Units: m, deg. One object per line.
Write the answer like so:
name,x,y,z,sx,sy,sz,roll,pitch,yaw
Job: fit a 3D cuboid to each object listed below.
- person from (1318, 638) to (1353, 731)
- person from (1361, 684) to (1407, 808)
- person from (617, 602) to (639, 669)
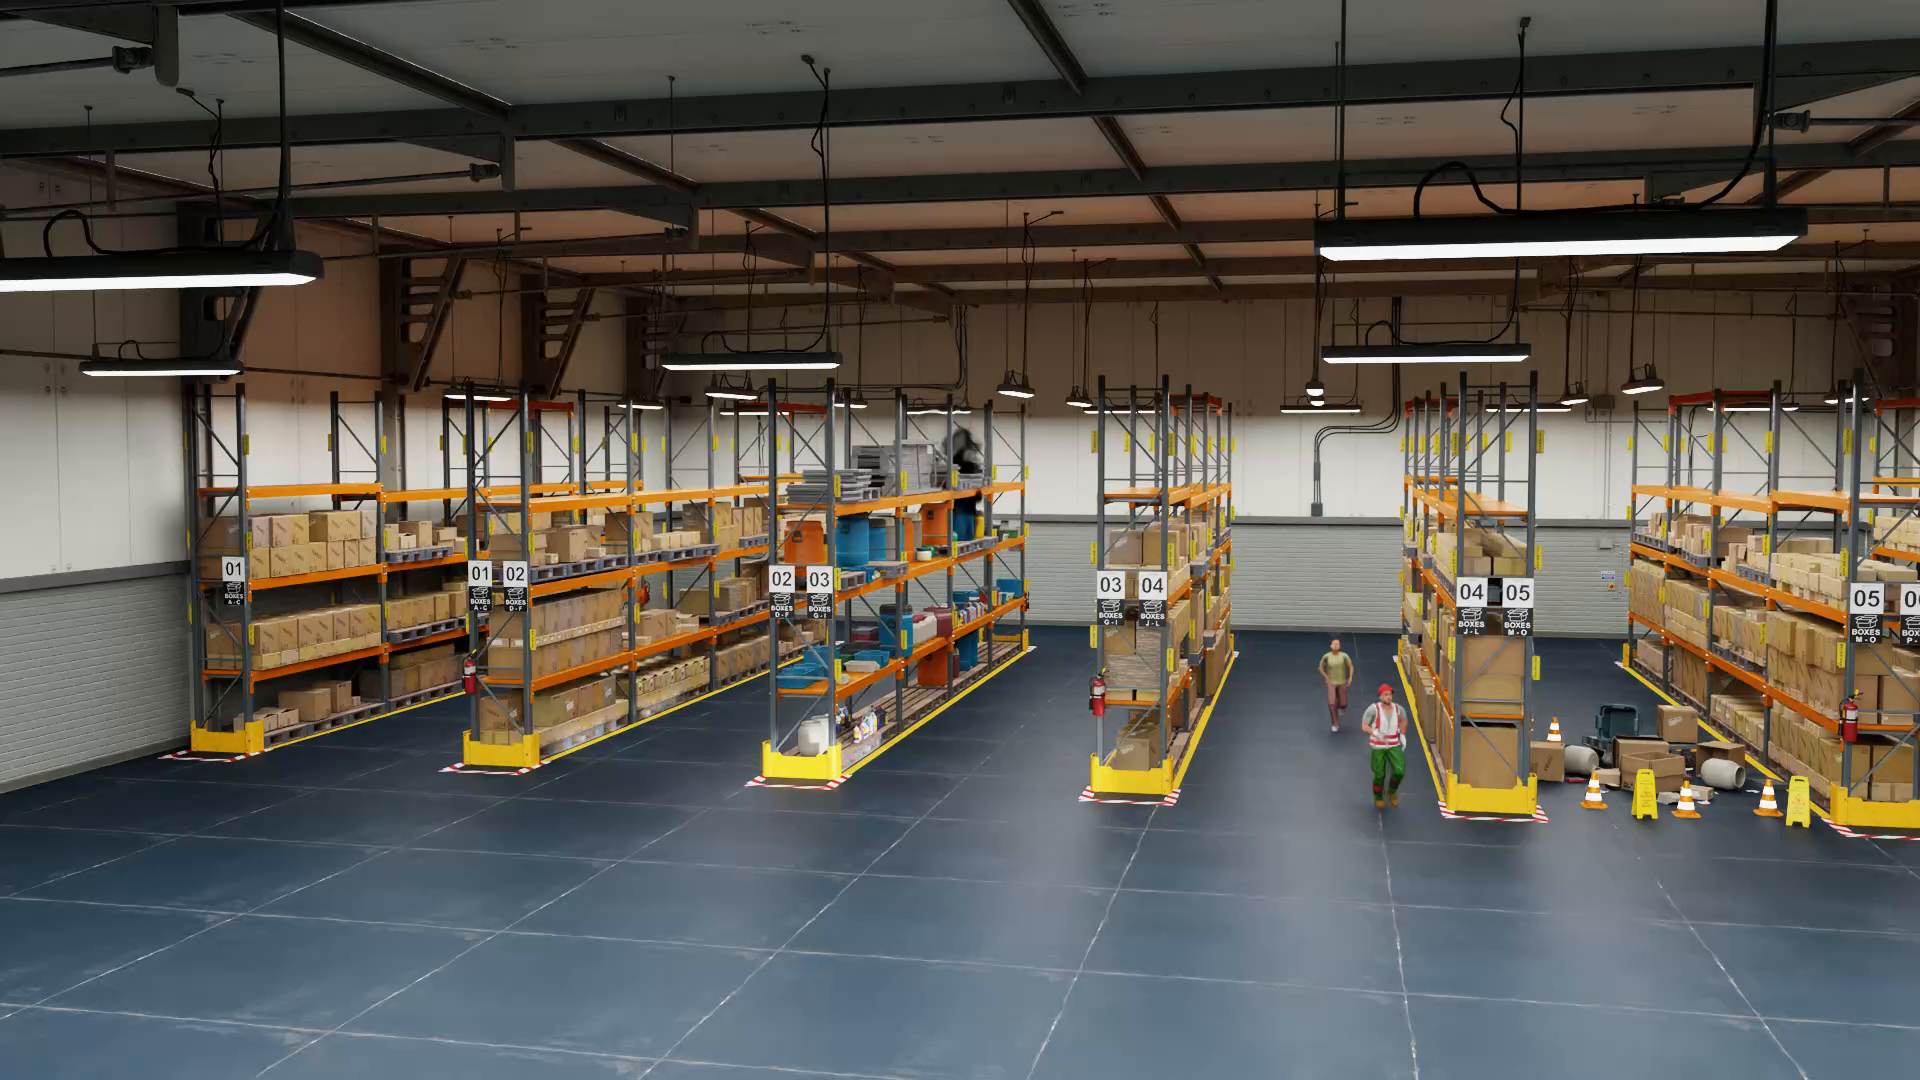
person,6.624,2.529,29.321,0.597,1.616,0.639,1,3,9
person,5.819,2.824,22.695,0.675,1.734,0.720,0,3,0
person,-6.859,2.180,34.407,0.638,1.801,0.802,0,3,5
